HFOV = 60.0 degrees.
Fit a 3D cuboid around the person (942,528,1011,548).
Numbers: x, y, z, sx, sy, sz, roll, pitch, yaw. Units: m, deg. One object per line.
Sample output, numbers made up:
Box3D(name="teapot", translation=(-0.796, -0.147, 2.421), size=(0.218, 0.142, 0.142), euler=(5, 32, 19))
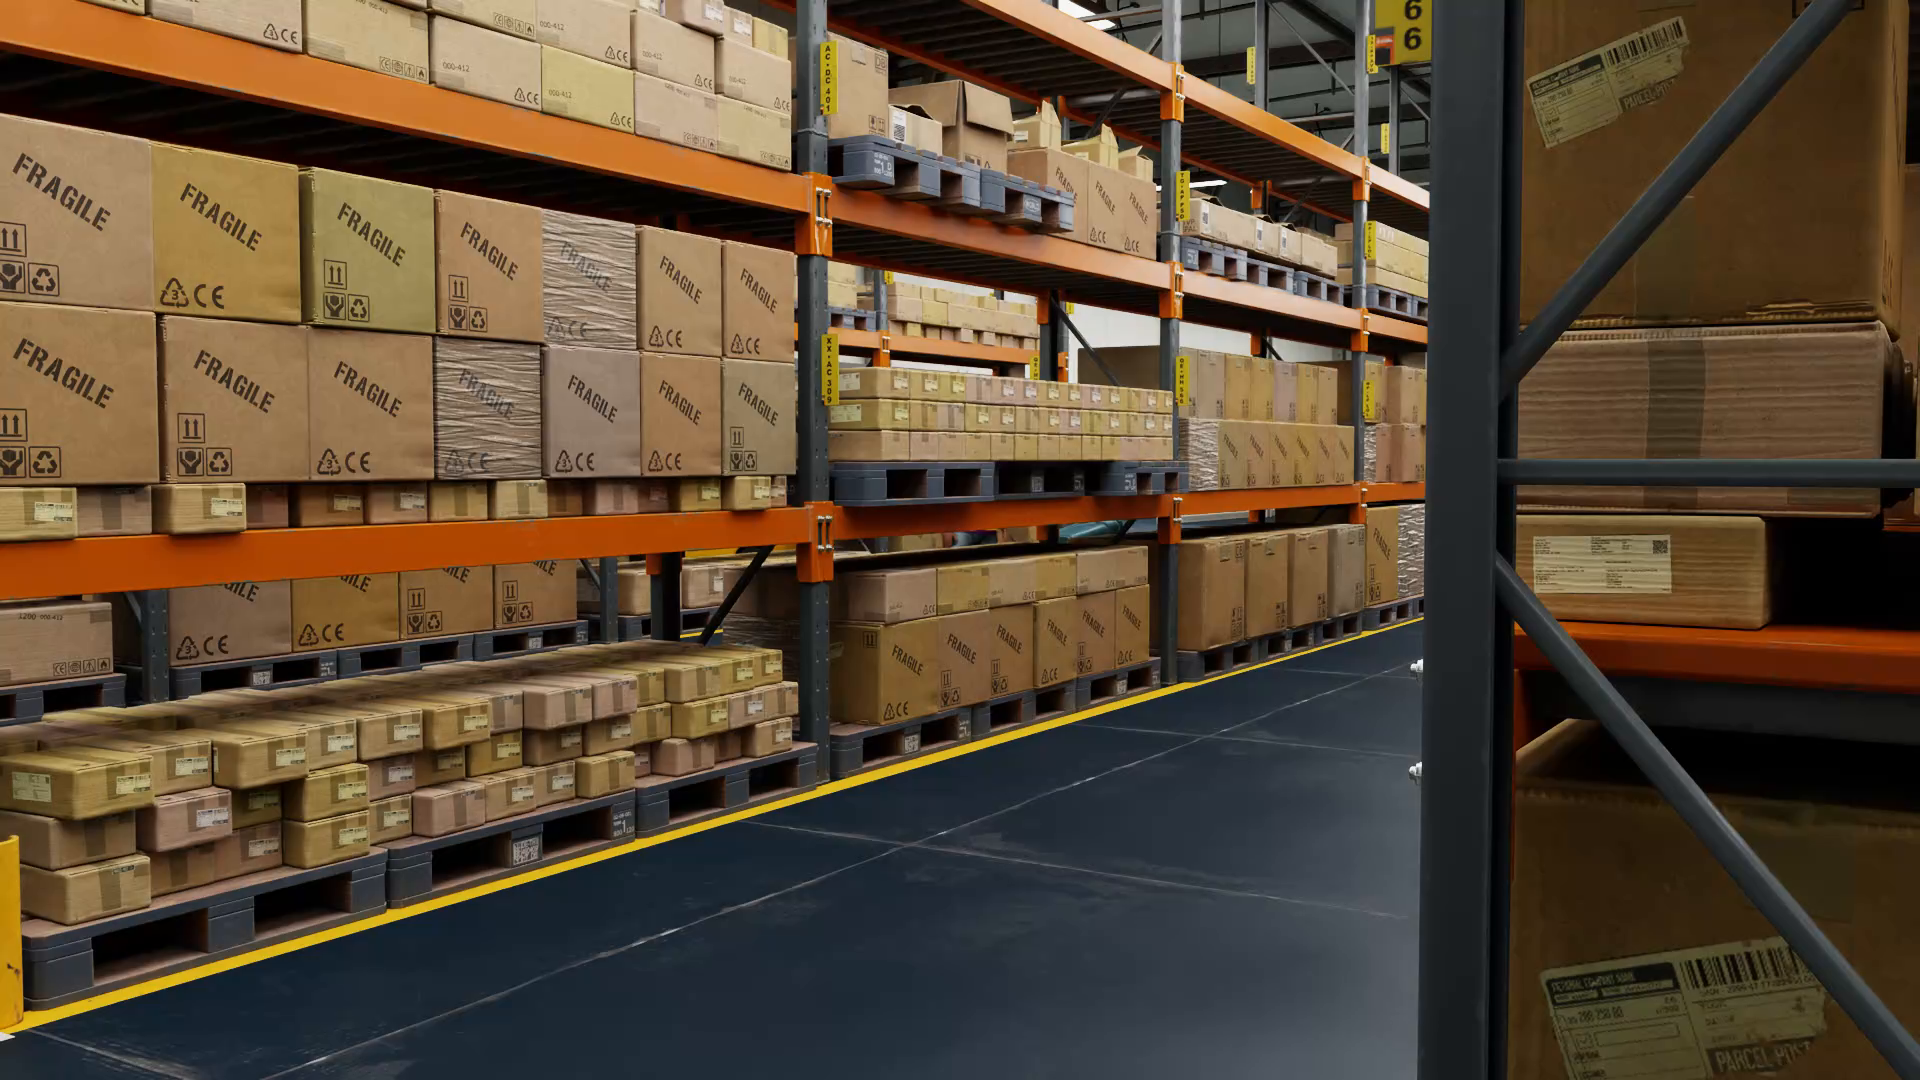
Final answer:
Box3D(name="person", translation=(0.108, -0.027, 13.562), size=(0.633, 1.784, 0.415), euler=(-1, 3, -27))
